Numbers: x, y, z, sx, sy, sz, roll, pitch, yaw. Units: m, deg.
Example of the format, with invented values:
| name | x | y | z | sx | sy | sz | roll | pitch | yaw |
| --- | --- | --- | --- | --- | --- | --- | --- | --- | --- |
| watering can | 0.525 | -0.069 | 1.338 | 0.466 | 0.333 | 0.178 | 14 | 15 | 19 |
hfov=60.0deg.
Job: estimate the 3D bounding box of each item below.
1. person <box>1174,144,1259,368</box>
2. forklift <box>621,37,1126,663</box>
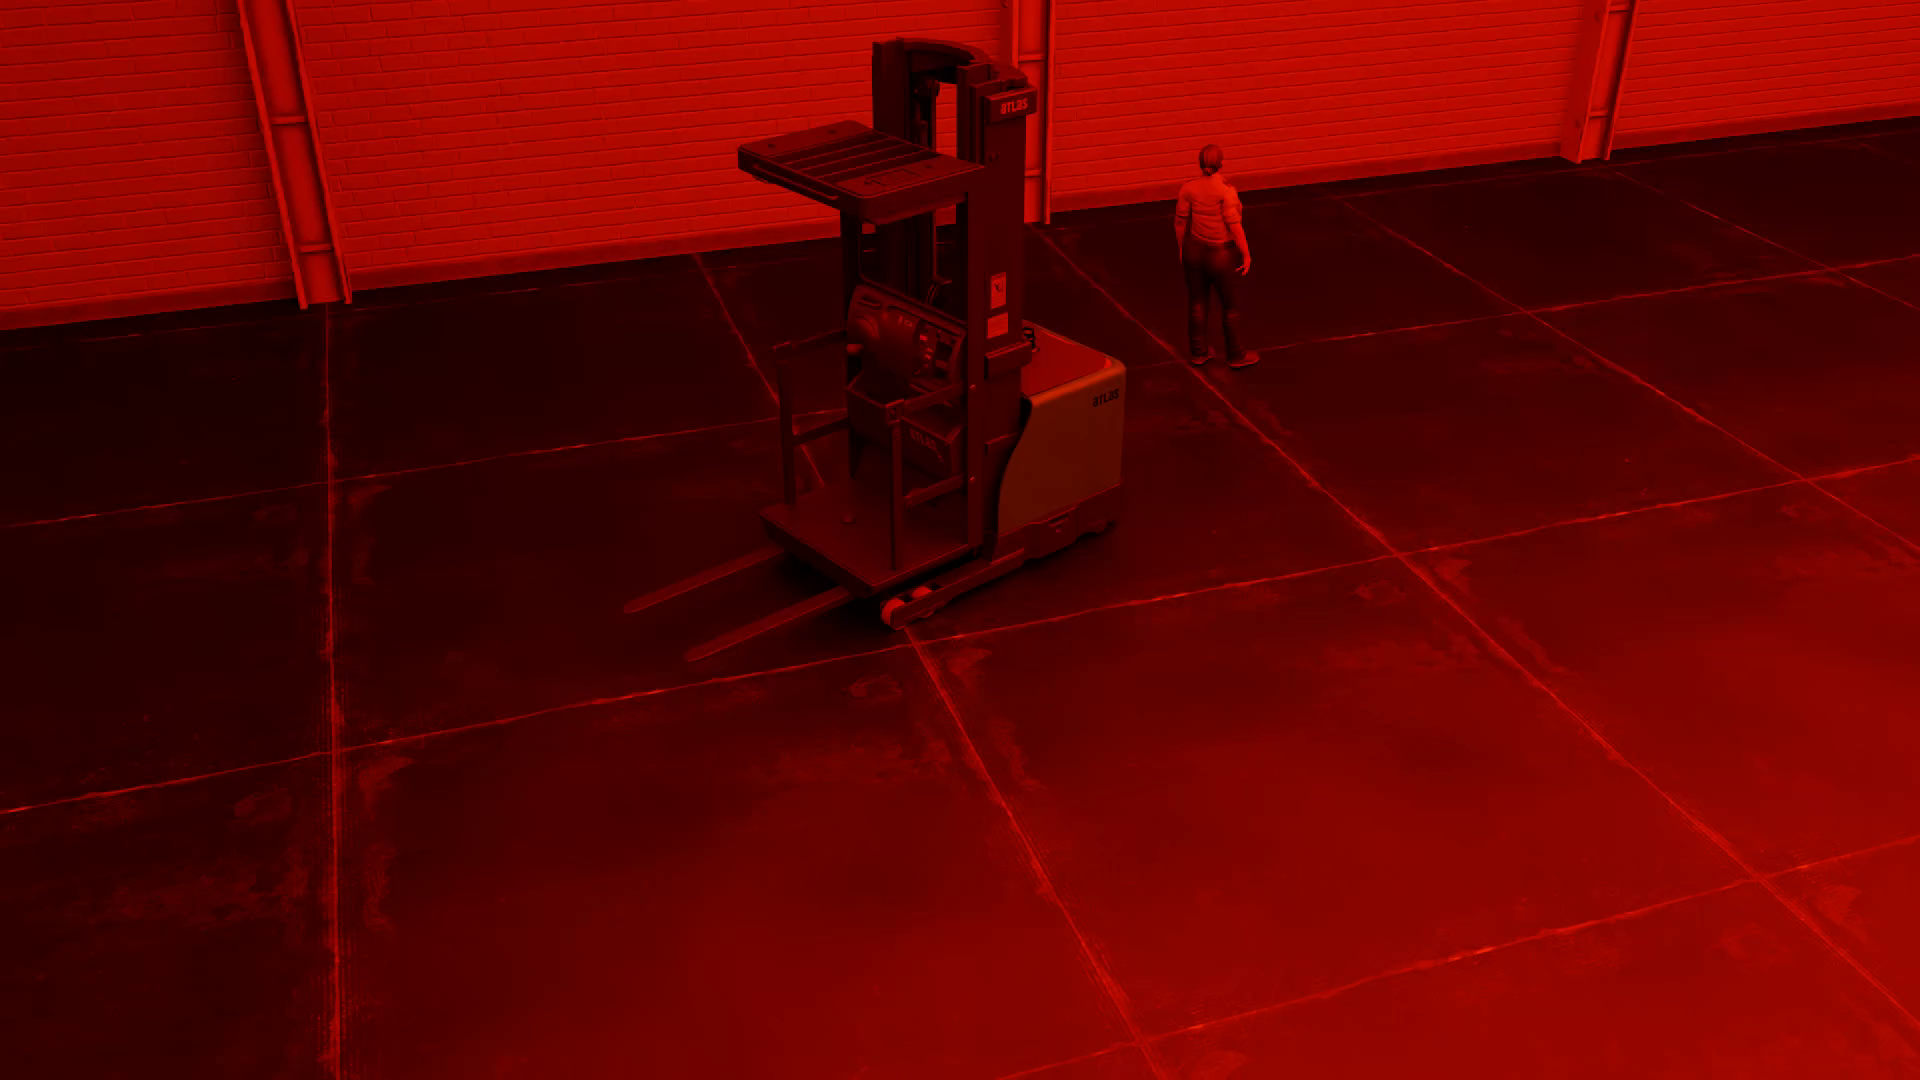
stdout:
| name | x | y | z | sx | sy | sz | roll | pitch | yaw |
| --- | --- | --- | --- | --- | --- | --- | --- | --- | --- |
| person | 1.856 | -2.042 | 11.910 | 0.598 | 1.651 | 0.502 | 20 | 35 | 31 |
| forklift | -0.461 | -1.072 | 8.951 | 3.031 | 2.935 | 1.130 | -23 | 37 | -34 |
